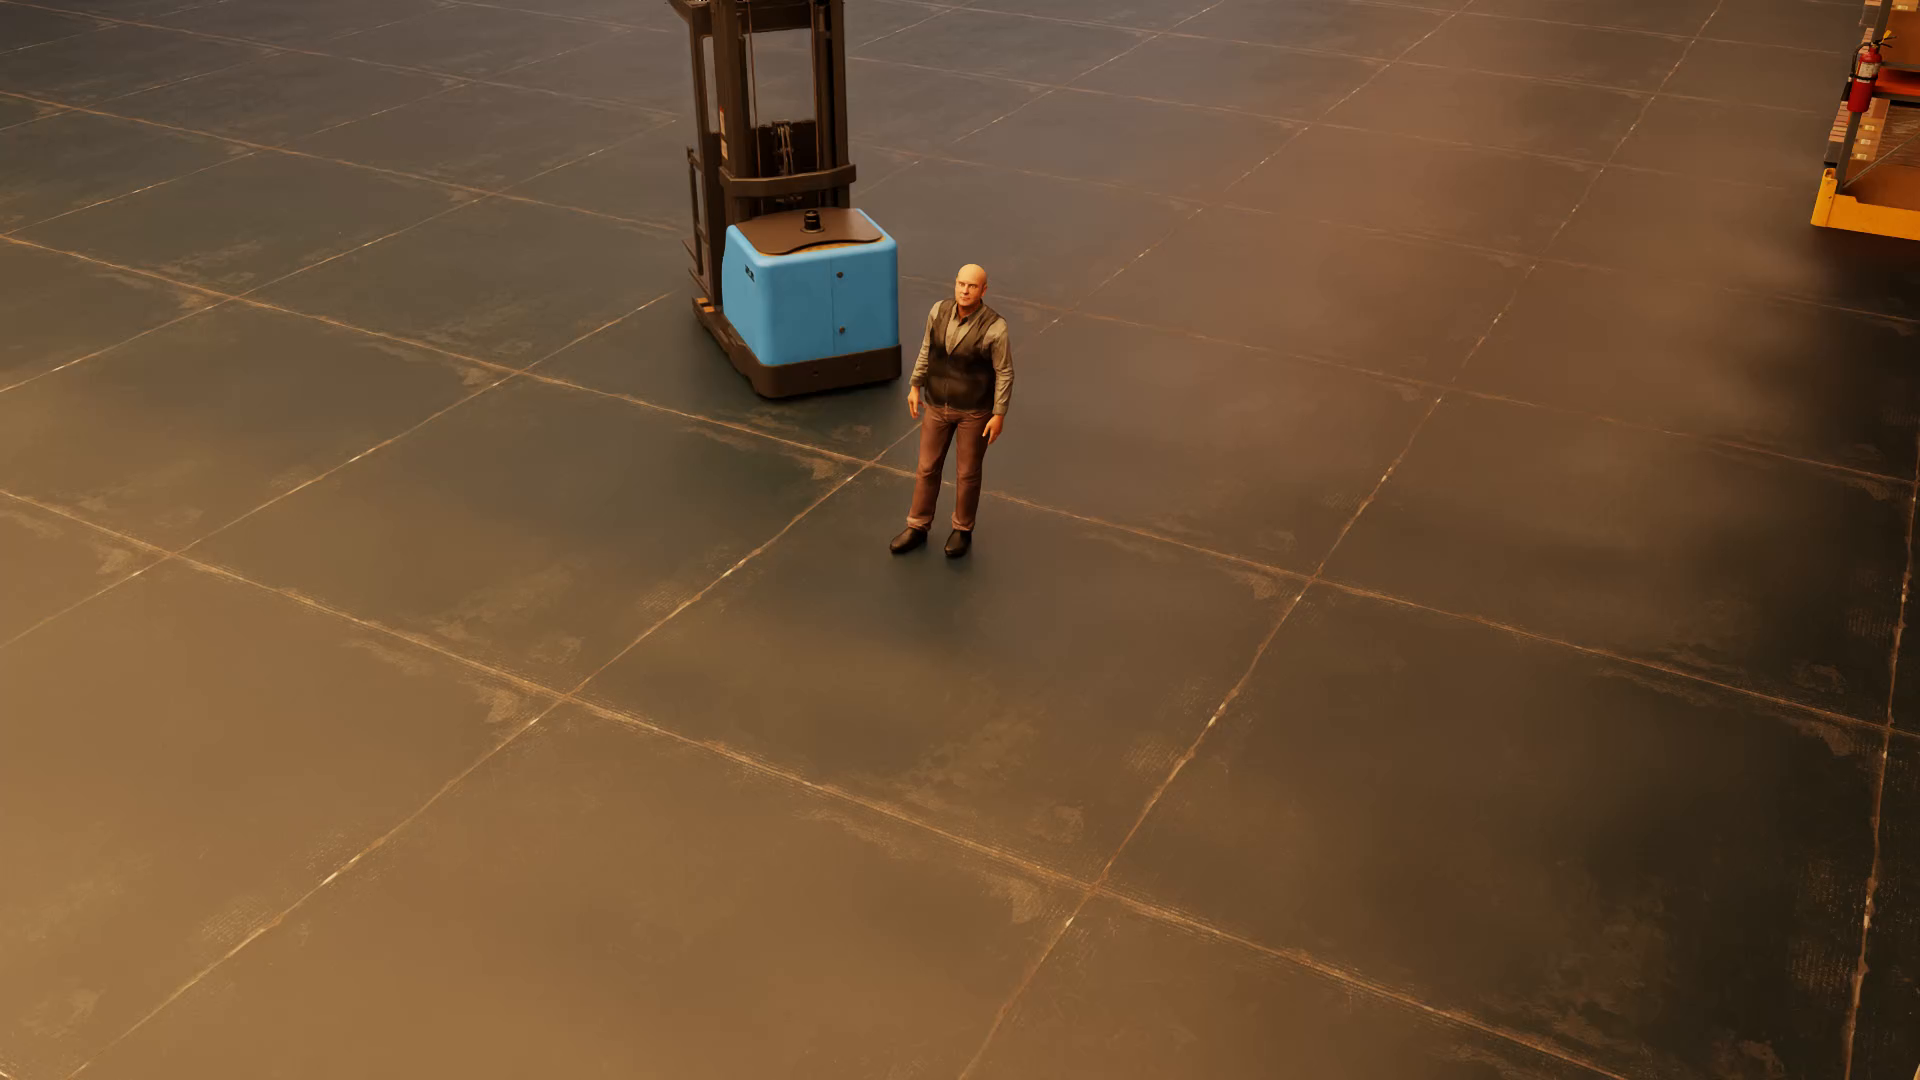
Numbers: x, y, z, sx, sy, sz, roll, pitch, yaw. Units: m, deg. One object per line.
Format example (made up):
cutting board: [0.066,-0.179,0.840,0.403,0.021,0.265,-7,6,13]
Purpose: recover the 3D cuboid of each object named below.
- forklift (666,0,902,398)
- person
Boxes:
forklift: [-1.444,-2.978,12.230,1.130,2.935,3.031,-12,32,-19]
person: [-0.037,-0.727,9.525,0.632,1.720,0.568,15,33,25]
